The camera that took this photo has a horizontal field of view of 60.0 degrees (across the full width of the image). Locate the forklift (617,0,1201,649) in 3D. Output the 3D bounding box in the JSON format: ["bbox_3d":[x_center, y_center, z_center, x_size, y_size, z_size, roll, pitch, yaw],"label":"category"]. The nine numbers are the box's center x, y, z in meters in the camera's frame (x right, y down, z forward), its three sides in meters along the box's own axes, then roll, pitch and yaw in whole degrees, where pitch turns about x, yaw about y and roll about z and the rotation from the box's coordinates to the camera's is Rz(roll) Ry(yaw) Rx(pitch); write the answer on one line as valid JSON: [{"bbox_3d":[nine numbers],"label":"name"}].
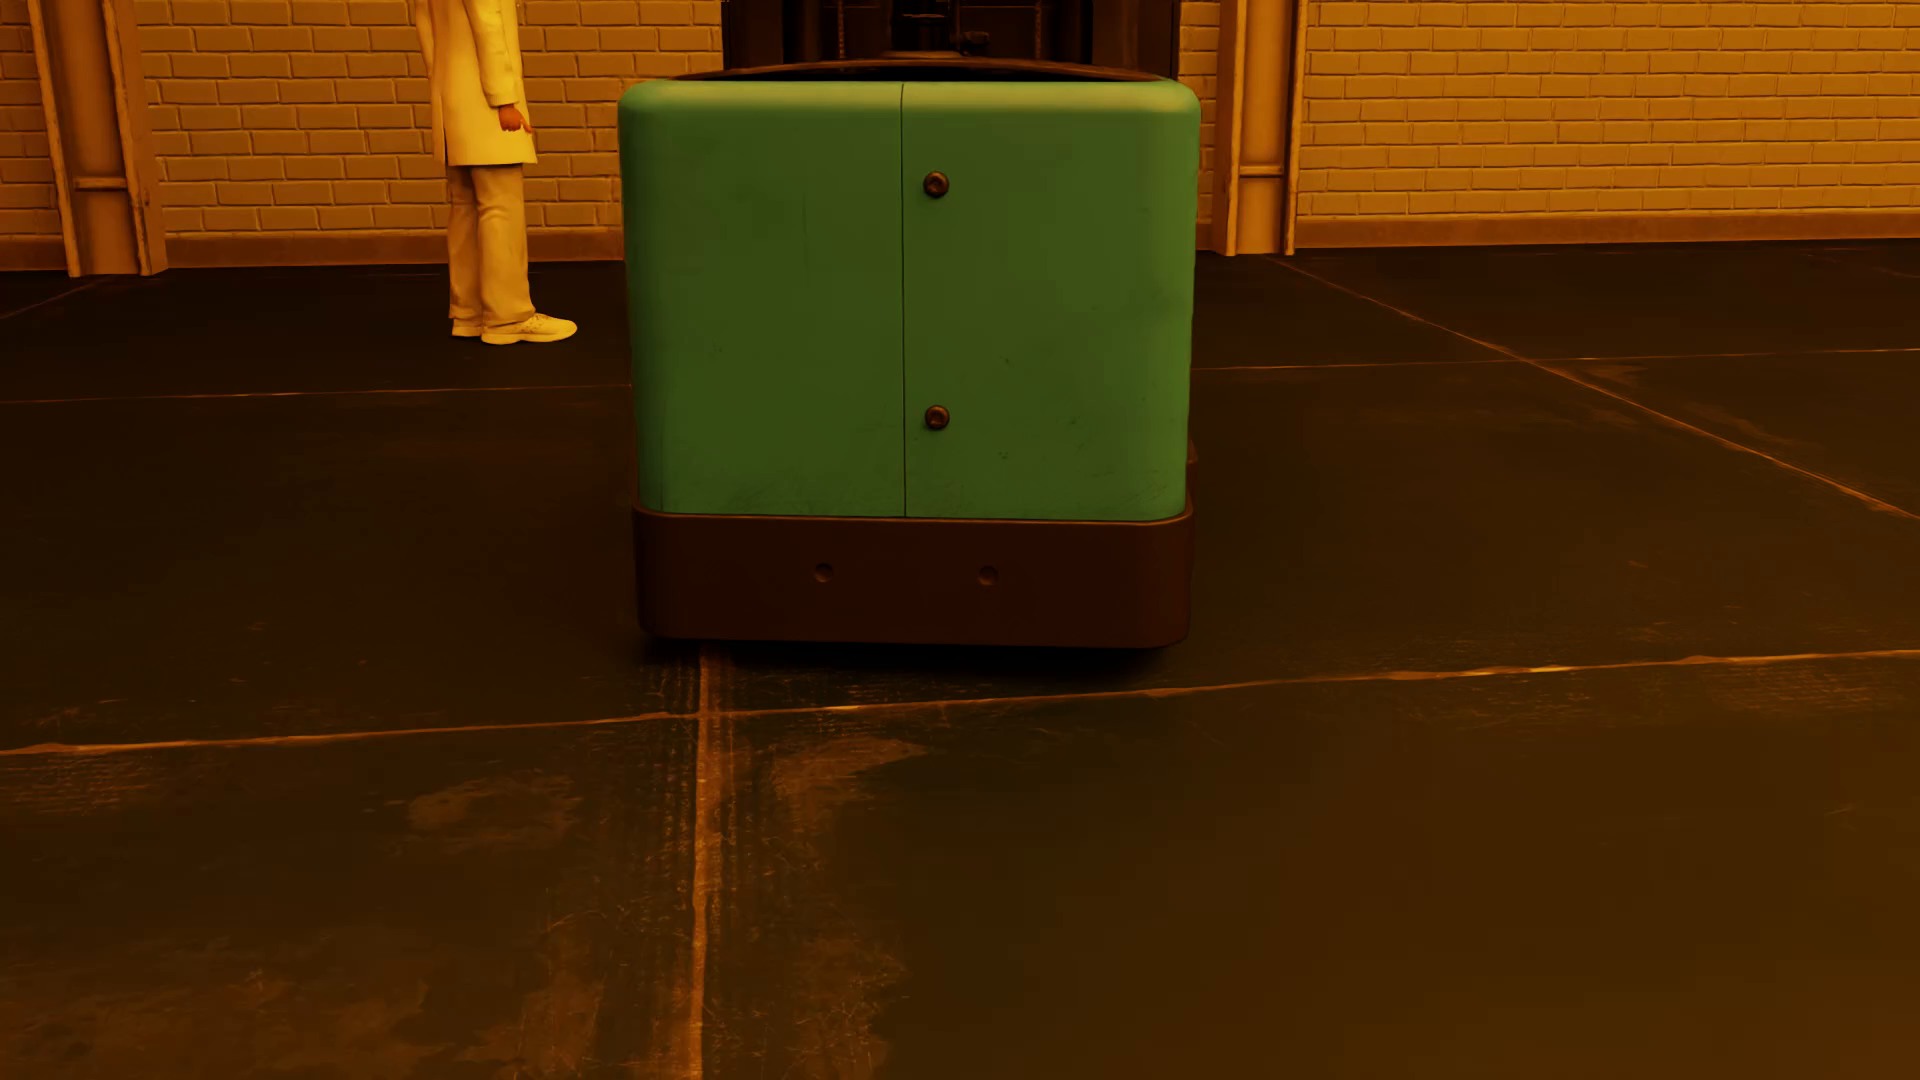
[{"bbox_3d":[-0.007,-1.577,4.120,1.130,2.935,3.031,1,17,3],"label":"forklift"}]

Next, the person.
[{"bbox_3d":[-1.830,-1.674,6.433,0.393,1.782,0.551,-15,22,-40],"label":"person"}]
